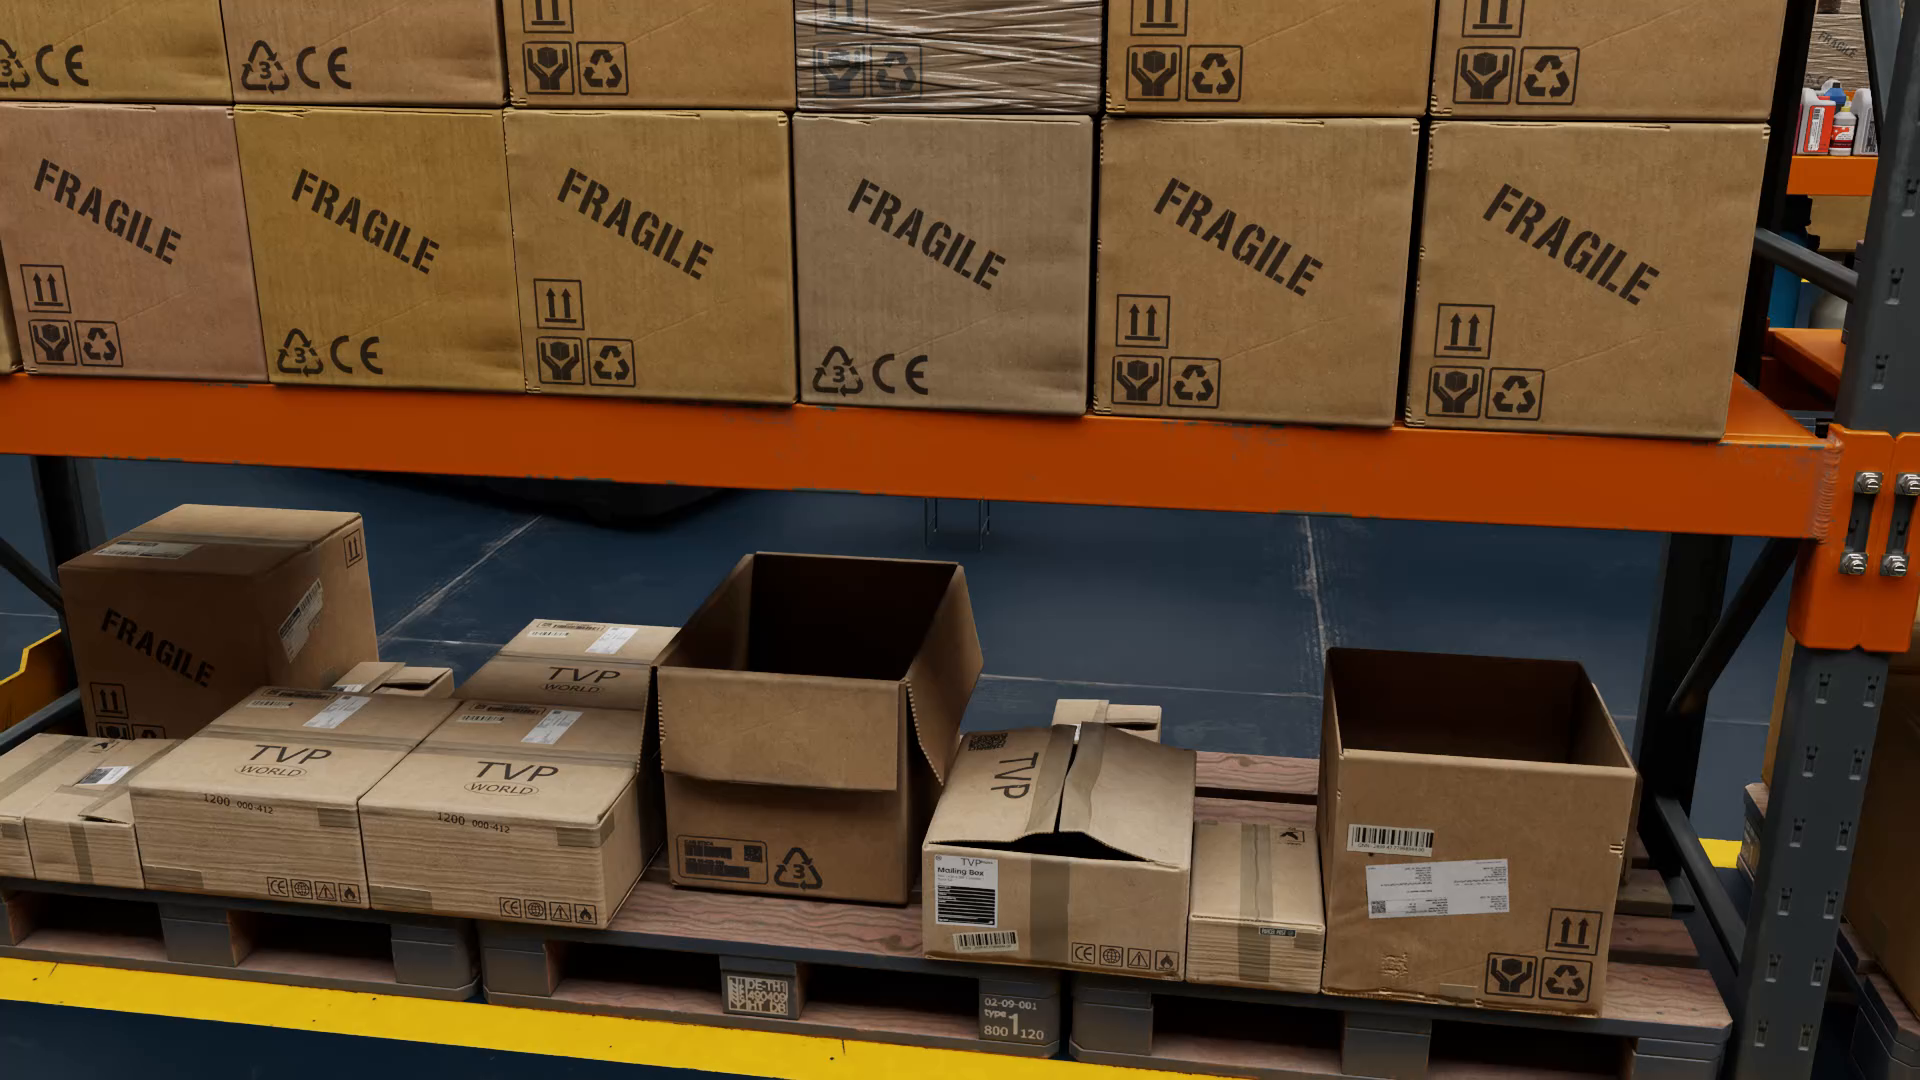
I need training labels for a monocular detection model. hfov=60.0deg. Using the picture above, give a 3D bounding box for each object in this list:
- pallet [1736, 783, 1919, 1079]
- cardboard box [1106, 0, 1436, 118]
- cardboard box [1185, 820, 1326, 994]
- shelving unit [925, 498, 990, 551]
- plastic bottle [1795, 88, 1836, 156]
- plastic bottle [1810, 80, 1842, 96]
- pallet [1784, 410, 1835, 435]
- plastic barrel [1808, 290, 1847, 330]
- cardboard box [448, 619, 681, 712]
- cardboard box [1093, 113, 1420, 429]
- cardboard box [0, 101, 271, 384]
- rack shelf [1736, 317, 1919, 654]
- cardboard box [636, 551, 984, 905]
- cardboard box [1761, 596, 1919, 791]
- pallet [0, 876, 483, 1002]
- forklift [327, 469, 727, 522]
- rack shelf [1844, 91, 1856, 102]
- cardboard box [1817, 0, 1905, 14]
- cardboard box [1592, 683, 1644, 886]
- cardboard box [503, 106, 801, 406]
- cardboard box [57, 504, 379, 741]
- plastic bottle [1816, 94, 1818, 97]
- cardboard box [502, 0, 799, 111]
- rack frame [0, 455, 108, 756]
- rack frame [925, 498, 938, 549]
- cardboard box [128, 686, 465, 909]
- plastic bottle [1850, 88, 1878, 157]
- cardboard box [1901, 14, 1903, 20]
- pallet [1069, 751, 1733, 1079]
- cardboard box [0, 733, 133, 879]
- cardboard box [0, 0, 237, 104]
[{"bbox_3d":[2.371,0.858,3.407,1.213,0.211,1.003,3,19,9],"label":"pallet"},{"bbox_3d":[0.515,-0.985,2.785,0.500,0.500,0.500,3,19,8],"label":"cardboard box"},{"bbox_3d":[0.575,0.710,3.255,0.250,0.149,0.380,3,19,9],"label":"cardboard box"},{"bbox_3d":[-0.008,-0.427,6.162,0.210,0.900,0.258,3,19,9],"label":"shelving unit"},{"bbox_3d":[3.662,-1.797,7.143,0.135,0.276,0.152,3,19,9],"label":"plastic bottle"},{"bbox_3d":[4.012,-2.006,7.766,0.135,0.276,0.152,3,19,9],"label":"plastic bottle"},{"bbox_3d":[4.315,-0.611,7.795,1.213,0.211,1.003,3,19,9],"label":"pallet"},{"bbox_3d":[4.128,-0.940,7.644,0.421,0.512,0.421,0,18,0],"label":"plastic barrel"},{"bbox_3d":[-0.878,0.408,3.998,0.500,0.250,0.500,3,19,9],"label":"cardboard box"},{"bbox_3d":[0.519,-0.512,2.947,0.500,0.500,0.500,3,19,10],"label":"cardboard box"},{"bbox_3d":[-1.481,-0.613,3.251,0.500,0.500,0.500,3,19,8],"label":"cardboard box"},{"bbox_3d":[3.537,-0.052,2.865,4.000,0.370,1.077,3,19,9],"label":"rack shelf"},{"bbox_3d":[-0.294,0.388,3.656,0.637,0.503,0.797,3,19,9],"label":"cardboard box"},{"bbox_3d":[2.095,0.418,3.573,0.500,0.500,0.500,3,19,8],"label":"cardboard box"},{"bbox_3d":[-1.525,0.671,3.965,1.213,0.211,1.003,3,19,9],"label":"pallet"},{"bbox_3d":[-2.213,-1.787,7.026,3.031,2.935,1.130,11,21,29],"label":"forklift"},{"bbox_3d":[5.112,-3.155,12.140,4.000,0.370,1.077,3,19,9],"label":"rack shelf"},{"bbox_3d":[6.367,-3.961,11.675,0.637,0.503,0.797,4,19,11],"label":"cardboard box"},{"bbox_3d":[1.182,0.484,3.674,0.500,0.311,0.500,3,19,9],"label":"cardboard box"},{"bbox_3d":[-0.492,-0.561,3.096,0.500,0.500,0.500,3,19,9],"label":"cardboard box"},{"bbox_3d":[-1.811,0.232,4.129,0.500,0.500,0.500,3,19,9],"label":"cardboard box"},{"bbox_3d":[3.686,-1.845,7.286,0.135,0.276,0.152,3,19,9],"label":"plastic bottle"},{"bbox_3d":[-0.479,-1.036,2.938,0.500,0.500,0.500,3,19,8],"label":"cardboard box"},{"bbox_3d":[-2.387,-0.695,3.653,0.127,3.000,1.000,3,19,9],"label":"rack frame"},{"bbox_3d":[-0.108,-0.432,6.177,0.006,0.900,0.240,3,19,9],"label":"rack frame"},{"bbox_3d":[-1.402,0.542,3.597,0.500,0.250,0.500,3,19,9],"label":"cardboard box"},{"bbox_3d":[3.891,-1.786,7.108,0.135,0.276,0.152,3,19,9],"label":"plastic bottle"},{"bbox_3d":[6.560,-3.390,11.551,0.500,0.500,0.500,4,19,10],"label":"cardboard box"},{"bbox_3d":[0.884,0.794,3.598,1.213,0.211,1.003,3,19,9],"label":"pallet"},{"bbox_3d":[-2.028,0.577,3.651,0.250,0.149,0.380,3,19,9],"label":"cardboard box"},{"bbox_3d":[-1.474,-1.088,3.094,0.500,0.500,0.500,3,19,9],"label":"cardboard box"}]
